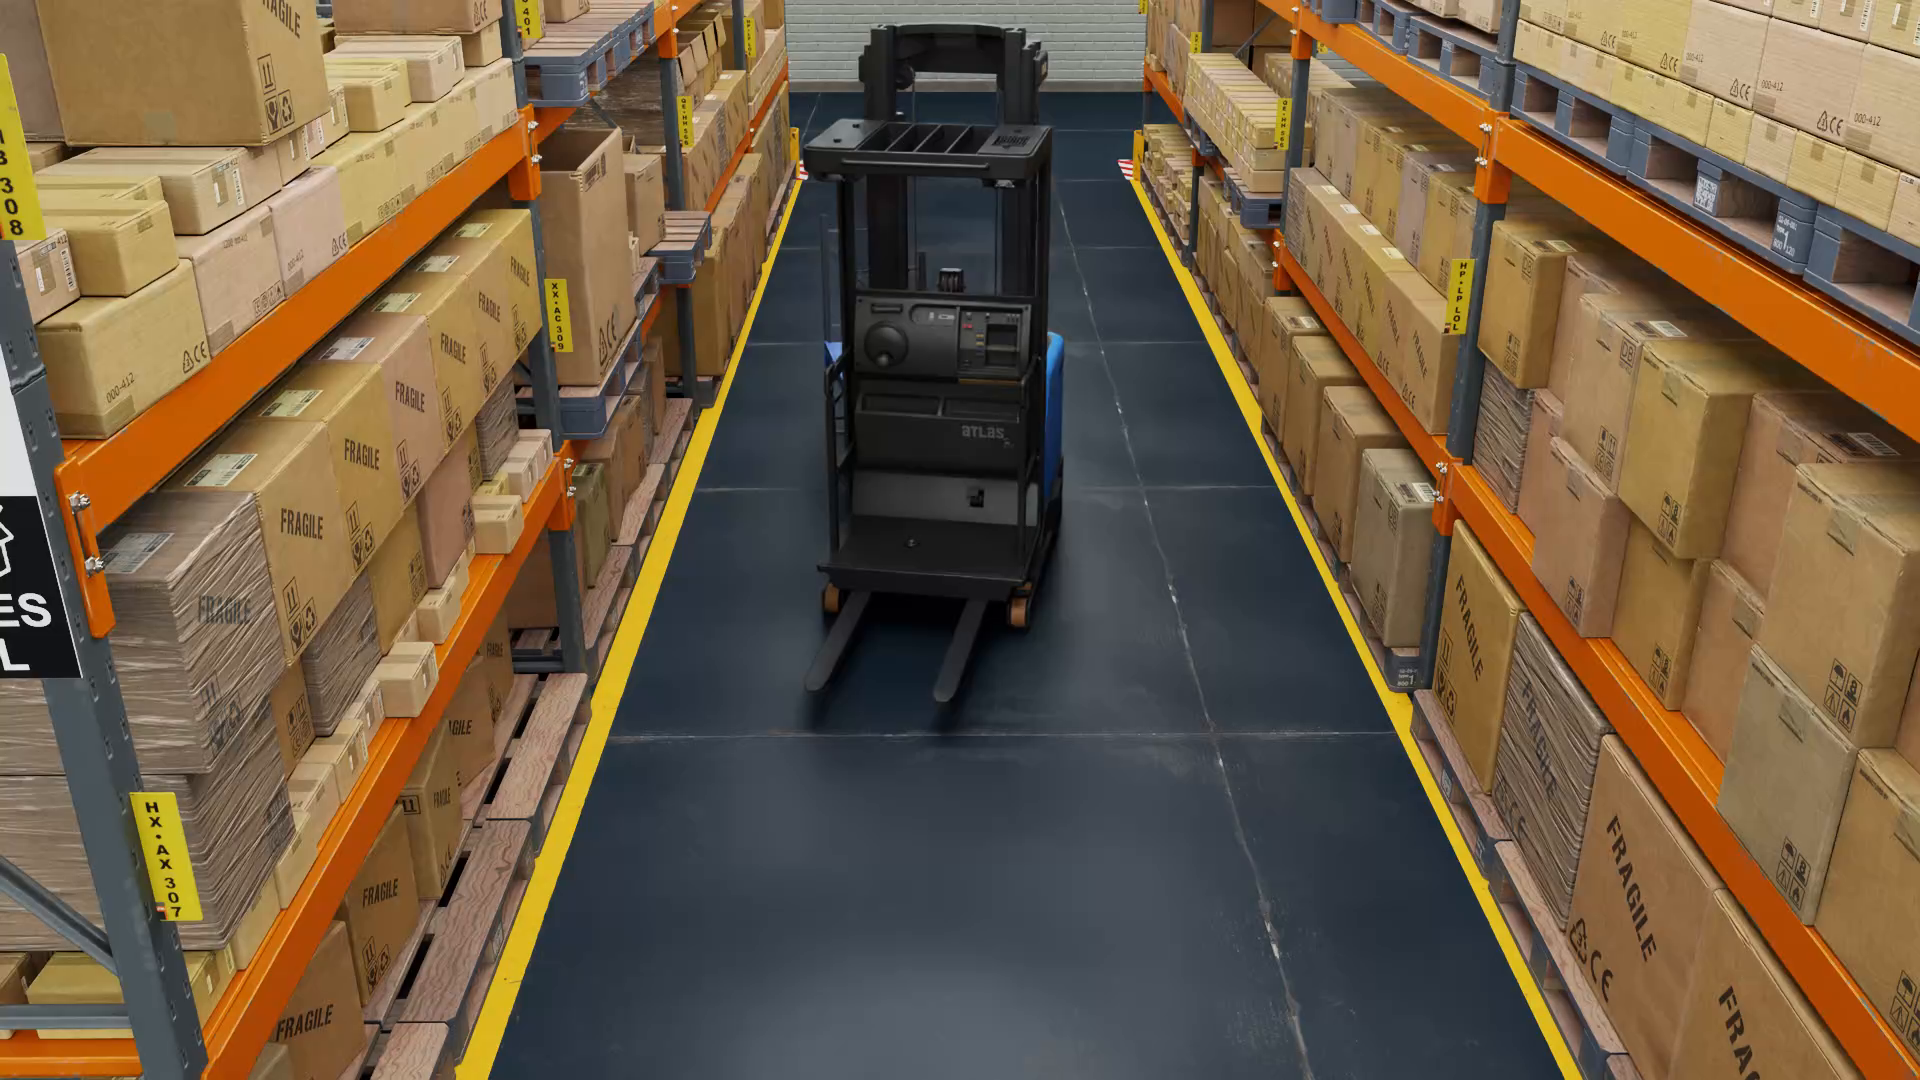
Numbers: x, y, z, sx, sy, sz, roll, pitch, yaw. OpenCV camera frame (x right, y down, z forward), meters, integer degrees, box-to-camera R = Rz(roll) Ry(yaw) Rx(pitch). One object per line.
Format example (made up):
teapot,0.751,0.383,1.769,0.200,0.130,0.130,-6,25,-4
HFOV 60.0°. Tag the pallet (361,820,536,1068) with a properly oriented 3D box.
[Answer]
pallet,-2.227,1.479,6.223,1.003,0.211,1.213,0,24,-1

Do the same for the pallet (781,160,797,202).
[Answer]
pallet,-2.330,-3.917,18.154,1.003,0.211,1.213,0,24,-1

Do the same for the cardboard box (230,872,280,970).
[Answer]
cardboard box,-1.990,0.969,4.272,0.380,0.149,0.250,0,24,-1

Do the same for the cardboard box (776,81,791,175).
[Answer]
cardboard box,-2.330,-4.476,18.076,0.875,0.875,0.875,0,24,-1

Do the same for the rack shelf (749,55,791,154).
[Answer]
rack shelf,-2.395,-4.365,16.633,1.077,0.370,4.000,0,24,-1

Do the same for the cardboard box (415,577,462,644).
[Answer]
cardboard box,-1.988,0.248,5.866,0.380,0.149,0.250,0,24,-1

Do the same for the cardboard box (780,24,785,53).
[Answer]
cardboard box,-2.146,-5.385,17.838,0.500,0.250,0.500,-1,24,-1

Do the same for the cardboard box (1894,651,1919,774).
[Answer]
cardboard box,2.753,0.382,3.772,0.875,0.550,0.550,0,24,-1

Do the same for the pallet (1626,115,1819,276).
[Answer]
pallet,2.684,-1.040,4.877,1.003,0.211,1.213,0,24,-1

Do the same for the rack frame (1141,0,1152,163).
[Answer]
rack frame,2.544,-5.497,18.264,1.000,3.000,0.127,0,24,-1

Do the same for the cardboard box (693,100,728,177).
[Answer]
cardboard box,-2.083,-3.097,12.836,0.500,0.500,0.500,0,24,0

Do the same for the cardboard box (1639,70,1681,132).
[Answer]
cardboard box,2.355,-1.365,5.162,0.380,0.149,0.250,0,24,-1

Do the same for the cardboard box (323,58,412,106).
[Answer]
cardboard box,-2.035,-1.485,5.452,0.380,0.149,0.250,1,24,1

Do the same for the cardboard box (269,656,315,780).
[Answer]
cardboard box,-2.346,0.463,4.604,0.875,0.500,0.500,0,24,-1

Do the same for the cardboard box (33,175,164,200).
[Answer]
cardboard box,-2.046,-0.729,3.780,0.380,0.149,0.250,-1,24,-2

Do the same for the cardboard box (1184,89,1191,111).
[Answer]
cardboard box,2.132,-3.761,14.222,0.380,0.149,0.250,-1,24,-3

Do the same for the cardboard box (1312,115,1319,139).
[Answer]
cardboard box,2.811,-3.041,12.269,0.380,0.149,0.250,0,24,0

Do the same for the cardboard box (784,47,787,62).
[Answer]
cardboard box,-2.083,-5.257,18.038,0.380,0.149,0.250,0,24,0

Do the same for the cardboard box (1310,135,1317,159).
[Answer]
cardboard box,2.812,-2.905,12.329,0.380,0.149,0.250,1,24,1

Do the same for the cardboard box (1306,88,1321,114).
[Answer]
cardboard box,2.804,-3.281,12.439,0.380,0.149,0.250,0,24,1

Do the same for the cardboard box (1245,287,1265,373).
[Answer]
cardboard box,2.363,-1.523,12.001,0.500,0.500,0.500,0,24,-1

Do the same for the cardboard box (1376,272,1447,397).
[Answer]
cardboard box,2.397,-1.020,8.244,0.500,0.500,0.500,-1,24,-1

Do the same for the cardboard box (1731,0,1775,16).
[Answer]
cardboard box,2.359,-1.522,4.542,0.380,0.149,0.250,0,24,0

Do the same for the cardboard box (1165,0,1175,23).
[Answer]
cardboard box,2.288,-5.315,16.167,0.500,0.500,0.500,-1,24,-2

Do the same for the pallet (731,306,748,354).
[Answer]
pallet,-2.273,-1.776,13.421,1.003,0.211,1.213,0,24,-1

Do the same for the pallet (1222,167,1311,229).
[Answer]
pallet,2.517,-2.406,11.663,1.213,0.211,1.003,0,24,-1

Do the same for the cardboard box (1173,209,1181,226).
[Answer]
cardboard box,2.256,-3.117,15.953,0.380,0.149,0.250,-1,24,-2

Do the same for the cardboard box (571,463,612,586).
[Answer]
cardboard box,-2.257,-0.083,8.793,0.700,0.500,0.500,0,24,-1

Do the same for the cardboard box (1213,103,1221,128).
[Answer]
cardboard box,2.151,-3.252,12.736,0.380,0.149,0.250,-1,24,-2

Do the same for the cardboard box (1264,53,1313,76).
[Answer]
cardboard box,2.787,-4.032,14.099,0.380,0.149,0.250,1,24,2

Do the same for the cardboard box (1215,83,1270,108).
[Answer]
cardboard box,2.154,-3.389,12.676,0.380,0.149,0.250,0,24,1

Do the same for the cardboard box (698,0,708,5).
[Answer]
cardboard box,-2.664,-5.307,16.755,0.500,0.500,0.500,-1,24,-2

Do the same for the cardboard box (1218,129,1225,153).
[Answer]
cardboard box,2.158,-3.007,12.554,0.380,0.149,0.250,0,24,1

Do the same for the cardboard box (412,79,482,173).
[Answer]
cardboard box,-2.024,-1.468,5.898,0.500,0.250,0.500,0,24,1

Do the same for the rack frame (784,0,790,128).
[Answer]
rack frame,-2.417,-5.516,18.307,1.000,3.000,0.127,0,24,-1

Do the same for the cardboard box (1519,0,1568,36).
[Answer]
cardboard box,2.400,-2.020,6.127,0.500,0.250,0.500,0,24,0

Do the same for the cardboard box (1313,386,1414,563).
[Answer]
cardboard box,2.572,-0.372,9.152,1.050,0.750,0.750,0,24,-1

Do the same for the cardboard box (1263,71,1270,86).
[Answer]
cardboard box,2.790,-3.898,14.163,0.380,0.149,0.250,0,24,1

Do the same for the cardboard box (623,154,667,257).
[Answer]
cardboard box,-2.177,-2.005,9.912,0.700,0.500,0.500,3,25,7

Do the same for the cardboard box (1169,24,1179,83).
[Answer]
cardboard box,2.291,-4.647,15.902,0.500,0.500,0.500,0,24,-1

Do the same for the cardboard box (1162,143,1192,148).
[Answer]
cardboard box,2.287,-4.010,17.203,0.380,0.149,0.250,1,24,2

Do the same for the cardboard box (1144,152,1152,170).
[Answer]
cardboard box,2.230,-4.172,18.285,0.380,0.149,0.250,0,24,1

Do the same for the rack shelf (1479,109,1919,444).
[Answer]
rack shelf,2.697,-0.767,5.039,1.077,0.370,4.000,0,24,-1

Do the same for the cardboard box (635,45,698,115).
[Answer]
cardboard box,-2.325,-3.293,12.051,0.797,0.503,0.637,0,24,1

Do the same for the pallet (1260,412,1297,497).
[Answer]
pallet,2.565,-0.605,10.831,1.003,0.211,1.213,0,24,-1

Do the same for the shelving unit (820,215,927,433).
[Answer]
shelving unit,-0.551,-1.228,10.642,0.538,1.500,1.048,-5,25,-11

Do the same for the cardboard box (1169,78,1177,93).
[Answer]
cardboard box,2.262,-4.495,16.353,0.380,0.149,0.250,0,24,0

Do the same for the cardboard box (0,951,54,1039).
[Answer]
cardboard box,-2.452,1.074,4.039,0.380,0.149,0.250,0,24,-1

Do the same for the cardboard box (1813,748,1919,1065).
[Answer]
cardboard box,2.669,0.875,3.994,0.875,0.550,0.550,0,24,-1

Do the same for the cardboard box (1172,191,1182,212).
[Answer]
cardboard box,2.231,-3.227,15.834,0.380,0.149,0.250,-1,24,-2

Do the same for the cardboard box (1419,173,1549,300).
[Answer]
cardboard box,2.656,-1.470,8.026,0.700,0.500,0.500,-1,24,-1

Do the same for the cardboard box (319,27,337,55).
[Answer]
cardboard box,-2.519,-1.807,6.164,0.380,0.149,0.250,-1,24,-3

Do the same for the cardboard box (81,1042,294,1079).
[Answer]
cardboard box,-2.232,1.767,4.727,0.500,0.500,0.500,4,25,9

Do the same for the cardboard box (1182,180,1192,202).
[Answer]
cardboard box,2.281,-3.263,15.552,0.380,0.149,0.250,0,24,0

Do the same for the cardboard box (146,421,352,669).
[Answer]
cardboard box,-1.974,0.006,4.401,0.500,0.500,0.500,0,24,-1

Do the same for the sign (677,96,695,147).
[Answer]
sign,-1.787,-2.718,10.810,0.100,0.325,0.005,0,24,-1

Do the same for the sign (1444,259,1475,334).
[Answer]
sign,2.133,-1.037,7.095,0.100,0.325,0.005,0,24,-1

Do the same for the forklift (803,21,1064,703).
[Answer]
forklift,-0.127,-1.033,8.477,1.130,2.935,3.031,4,25,9

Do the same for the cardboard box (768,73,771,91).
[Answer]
cardboard box,-2.062,-4.519,16.408,0.380,0.149,0.250,-1,24,-2
